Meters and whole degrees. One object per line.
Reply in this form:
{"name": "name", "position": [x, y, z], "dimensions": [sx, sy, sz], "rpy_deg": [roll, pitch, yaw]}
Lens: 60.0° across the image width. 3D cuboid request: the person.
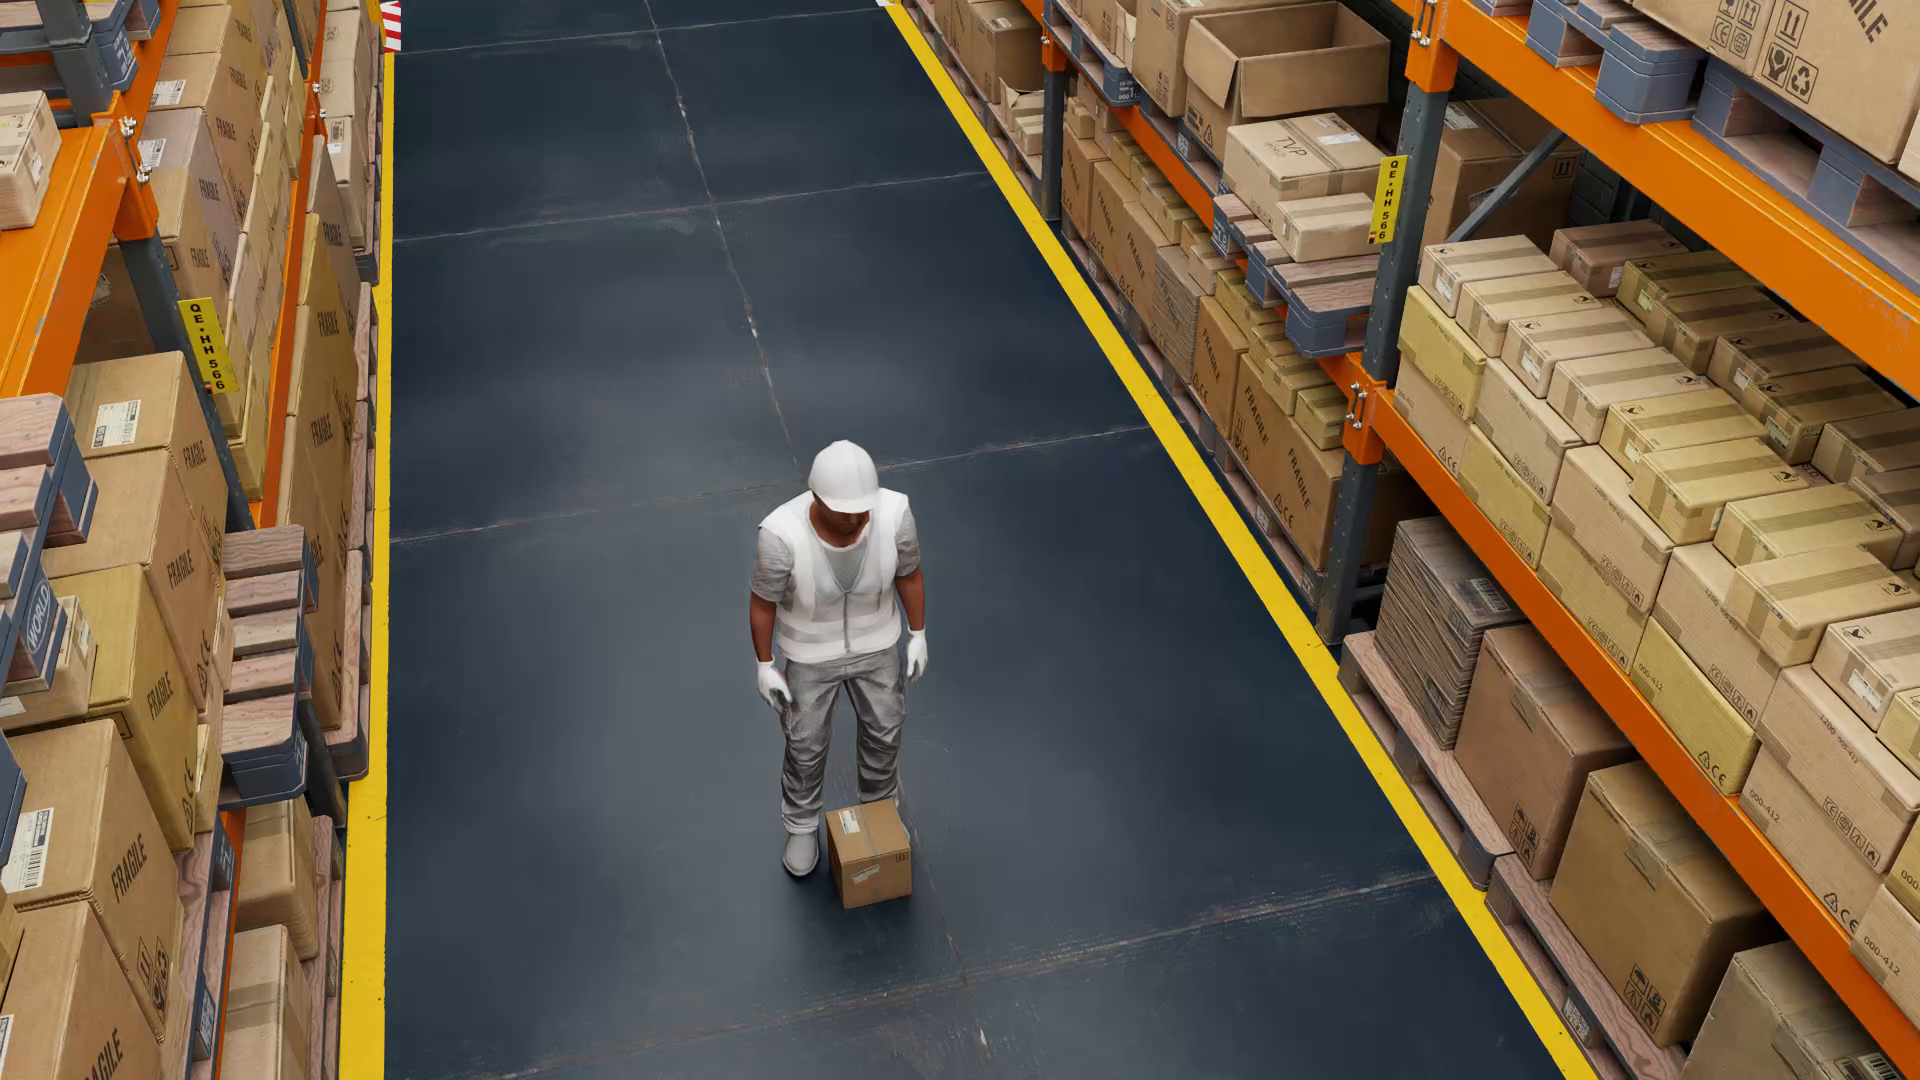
{"name": "person", "position": [-0.399, 0.385, 5.648], "dimensions": [0.608, 1.773, 0.449], "rpy_deg": [-11, 39, -14]}
